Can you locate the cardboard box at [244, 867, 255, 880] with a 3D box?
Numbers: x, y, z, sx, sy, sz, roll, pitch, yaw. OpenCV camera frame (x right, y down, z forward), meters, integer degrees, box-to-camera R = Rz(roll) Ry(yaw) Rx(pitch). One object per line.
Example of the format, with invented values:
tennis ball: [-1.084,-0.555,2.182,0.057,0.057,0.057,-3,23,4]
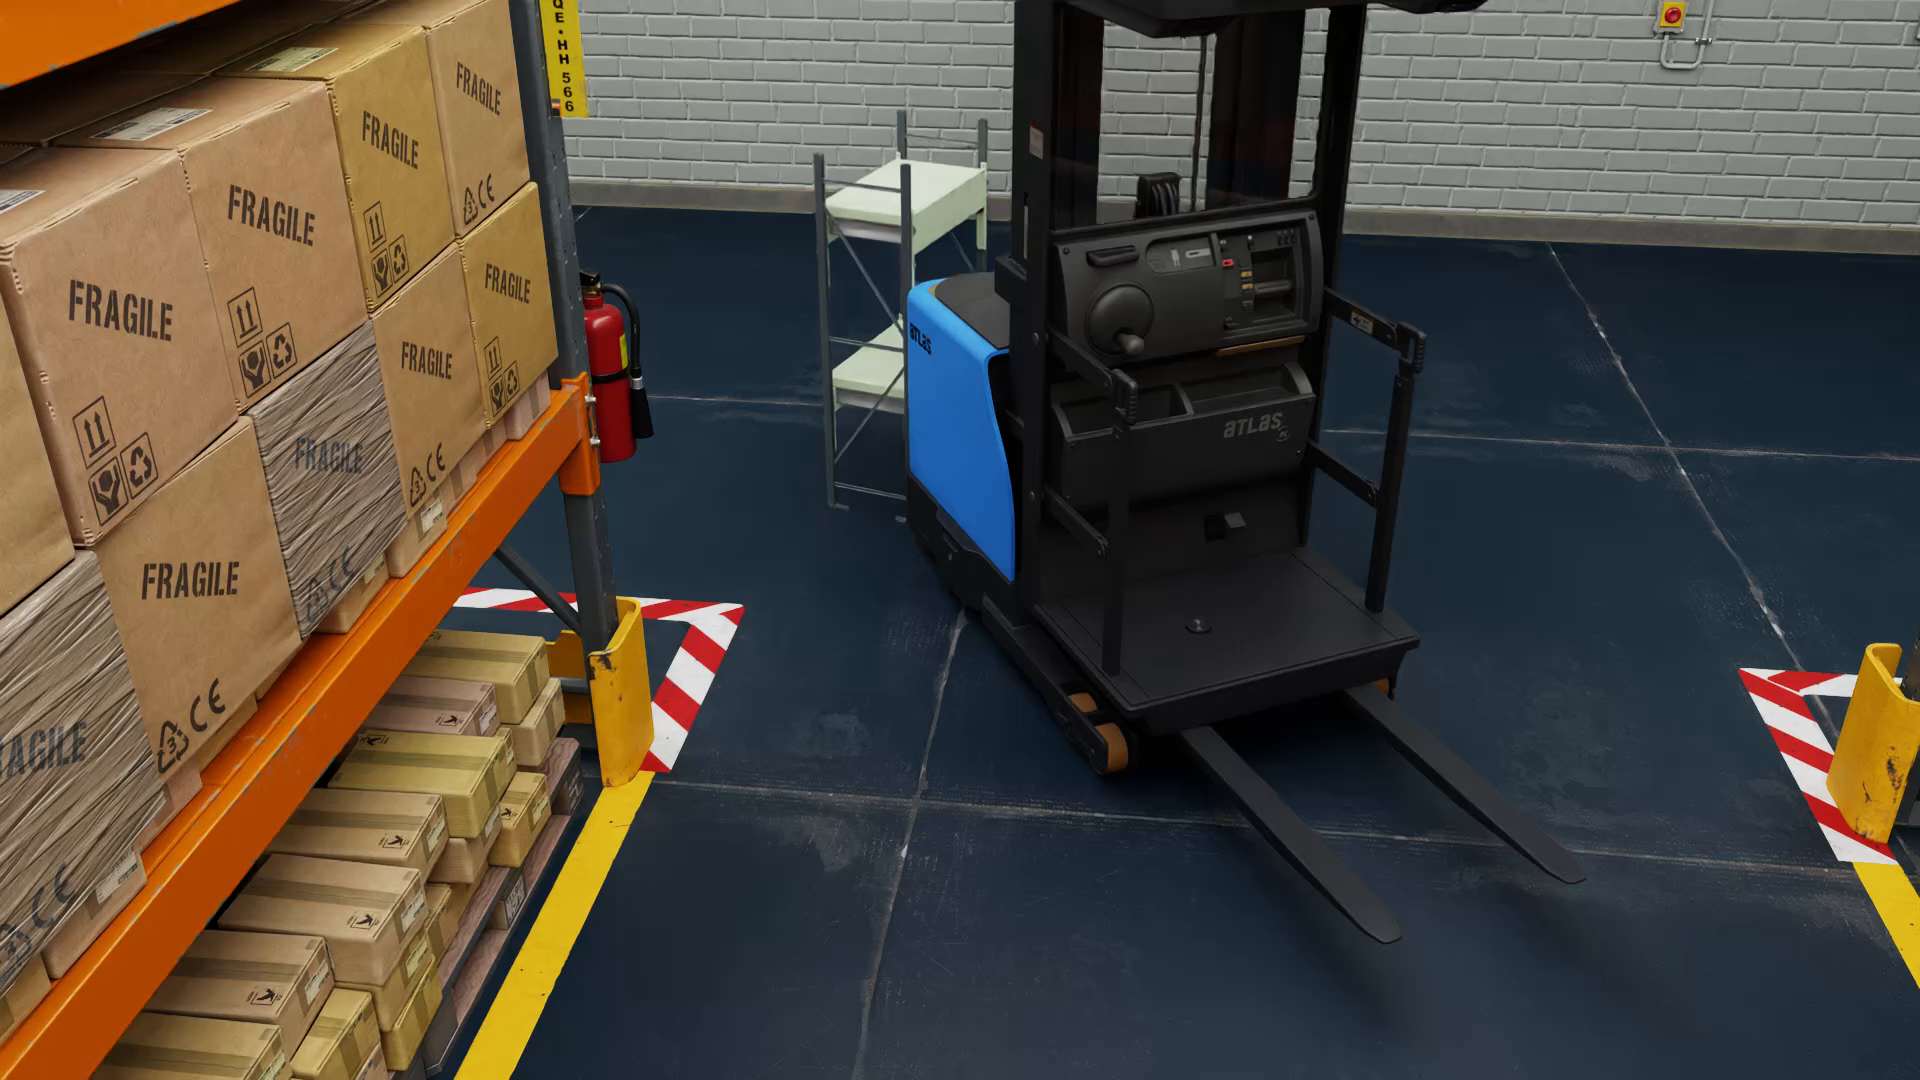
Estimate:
cardboard box: [-1.958,0.862,4.550,0.380,0.149,0.250,4,29,7]

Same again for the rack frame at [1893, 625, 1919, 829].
rack frame: [3.324,-0.441,4.406,1.000,3.000,0.127,3,28,6]

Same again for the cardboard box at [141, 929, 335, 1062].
cardboard box: [-1.623,1.001,3.665,0.380,0.149,0.250,2,28,4]

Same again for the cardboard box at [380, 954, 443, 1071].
cardboard box: [-1.494,1.136,4.042,0.380,0.149,0.250,2,28,4]

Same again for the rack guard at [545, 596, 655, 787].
rack guard: [-1.611,0.455,5.378,1.175,0.500,0.348,3,28,6]

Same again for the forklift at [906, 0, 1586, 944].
forklift: [0.823,-0.766,5.082,1.130,2.935,3.031,-11,30,-20]

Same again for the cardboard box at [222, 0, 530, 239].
cardboard box: [-1.411,-1.066,4.094,0.500,0.500,0.500,3,28,5]

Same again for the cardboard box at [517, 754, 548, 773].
cardboard box: [-1.459,0.649,4.946,0.380,0.149,0.250,4,29,7]

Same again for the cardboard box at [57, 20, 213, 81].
cardboard box: [-1.975,-0.862,3.715,0.500,0.500,0.500,4,29,8]

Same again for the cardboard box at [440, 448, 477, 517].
cardboard box: [-1.444,-0.167,4.162,0.380,0.149,0.250,3,28,6]

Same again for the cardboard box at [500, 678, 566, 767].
cardboard box: [-1.383,0.523,4.866,0.380,0.149,0.250,3,28,5]

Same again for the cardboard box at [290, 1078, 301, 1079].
cardboard box: [-1.551,1.263,3.492,0.380,0.149,0.250,4,29,7]

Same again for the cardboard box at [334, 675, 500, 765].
cardboard box: [-1.502,0.506,4.584,0.380,0.149,0.250,4,29,7]

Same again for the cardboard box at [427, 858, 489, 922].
cardboard box: [-1.508,0.895,4.489,0.380,0.149,0.250,3,28,6]

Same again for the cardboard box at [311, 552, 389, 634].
cardboard box: [-1.514,0.077,3.709,0.380,0.149,0.250,2,28,4]

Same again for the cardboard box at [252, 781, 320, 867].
cardboard box: [-1.952,0.736,4.471,0.380,0.149,0.250,4,29,7]

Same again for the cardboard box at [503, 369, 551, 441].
cardboard box: [-1.361,-0.401,4.596,0.380,0.149,0.250,3,28,6]

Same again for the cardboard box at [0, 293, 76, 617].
cardboard box: [-1.653,-0.092,2.285,0.500,0.500,0.500,4,29,7]

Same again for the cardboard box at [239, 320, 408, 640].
cardboard box: [-1.522,-0.148,3.444,0.500,0.500,0.500,3,29,6]

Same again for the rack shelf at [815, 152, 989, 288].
rack shelf: [-0.222,-1.273,6.710,0.431,0.370,0.720,12,30,21]

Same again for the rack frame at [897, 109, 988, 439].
rack frame: [-0.075,-1.089,7.190,0.400,1.500,0.023,12,30,21]

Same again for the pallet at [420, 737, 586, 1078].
pallet: [-1.745,0.963,4.741,1.003,0.211,1.213,3,28,6]

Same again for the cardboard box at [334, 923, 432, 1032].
cardboard box: [-1.495,1.012,3.958,0.380,0.149,0.250,4,29,7]

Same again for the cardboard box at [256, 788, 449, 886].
cardboard box: [-1.503,0.754,4.124,0.380,0.149,0.250,2,28,4]

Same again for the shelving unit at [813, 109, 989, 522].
shelving unit: [-0.222,-0.930,6.895,0.431,1.500,0.755,12,30,21]

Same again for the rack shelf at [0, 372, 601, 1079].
rack shelf: [-1.846,0.577,3.275,1.077,0.370,4.000,3,28,6]

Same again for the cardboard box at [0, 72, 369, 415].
cardboard box: [-1.527,-0.583,3.196,0.500,0.500,0.500,5,29,9]

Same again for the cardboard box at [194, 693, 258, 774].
cardboard box: [-1.622,0.326,3.246,0.380,0.149,0.250,4,29,7]

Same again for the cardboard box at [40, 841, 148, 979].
cardboard box: [-1.619,0.575,2.784,0.380,0.149,0.250,5,29,8]

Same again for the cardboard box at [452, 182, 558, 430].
cardboard box: [-1.401,-0.630,4.337,0.500,0.500,0.500,4,29,7]

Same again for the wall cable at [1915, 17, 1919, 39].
wall cable: [5.401,-3.467,8.951,0.588,1.984,0.122,3,28,6]

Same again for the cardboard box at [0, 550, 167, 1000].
cardboard box: [-1.630,0.340,2.537,0.500,0.500,0.500,3,28,5]

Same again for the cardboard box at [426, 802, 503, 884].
cardboard box: [-1.445,0.768,4.412,0.380,0.149,0.250,2,28,4]
